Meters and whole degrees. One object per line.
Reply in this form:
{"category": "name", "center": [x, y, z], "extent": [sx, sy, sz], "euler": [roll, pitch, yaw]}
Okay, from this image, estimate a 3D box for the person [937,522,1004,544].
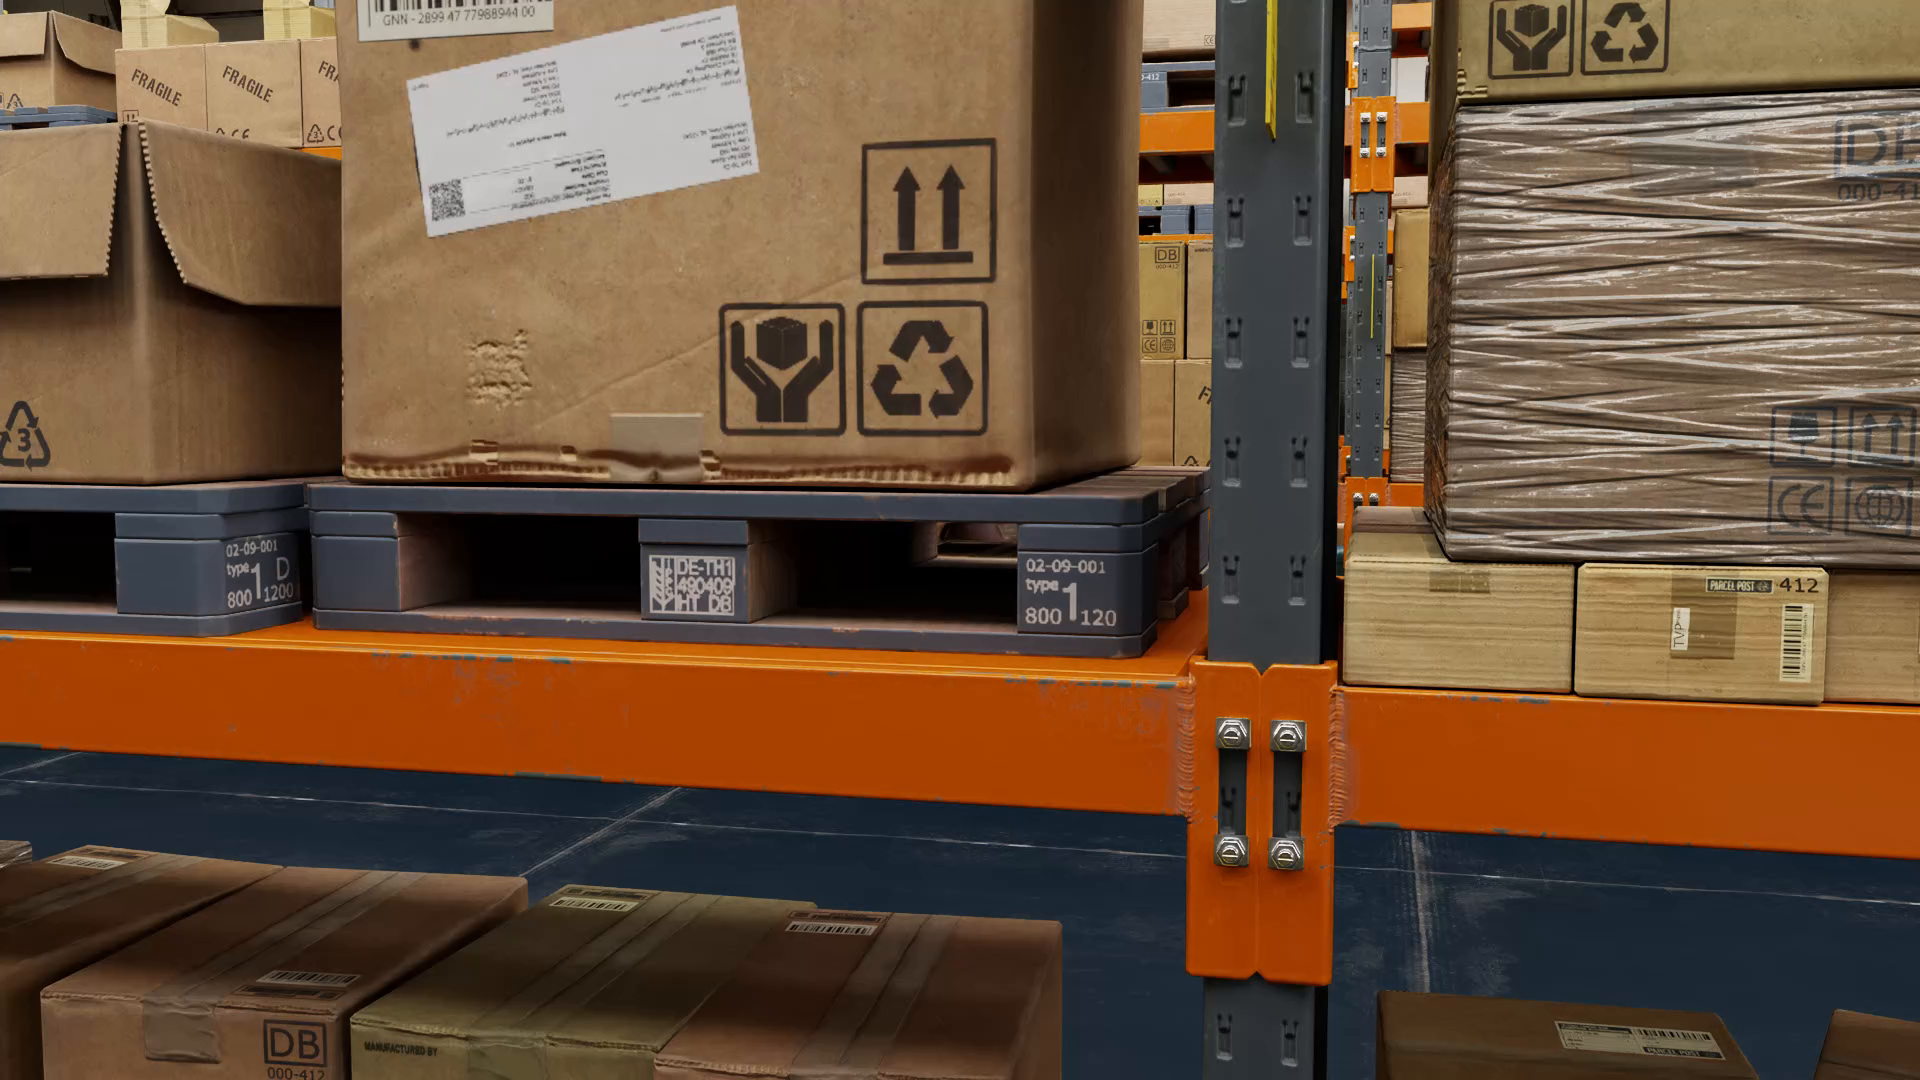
{"category": "person", "center": [0.059, -0.140, 10.636], "extent": [1.105, 1.736, 0.576], "euler": [1, 5, 15]}
